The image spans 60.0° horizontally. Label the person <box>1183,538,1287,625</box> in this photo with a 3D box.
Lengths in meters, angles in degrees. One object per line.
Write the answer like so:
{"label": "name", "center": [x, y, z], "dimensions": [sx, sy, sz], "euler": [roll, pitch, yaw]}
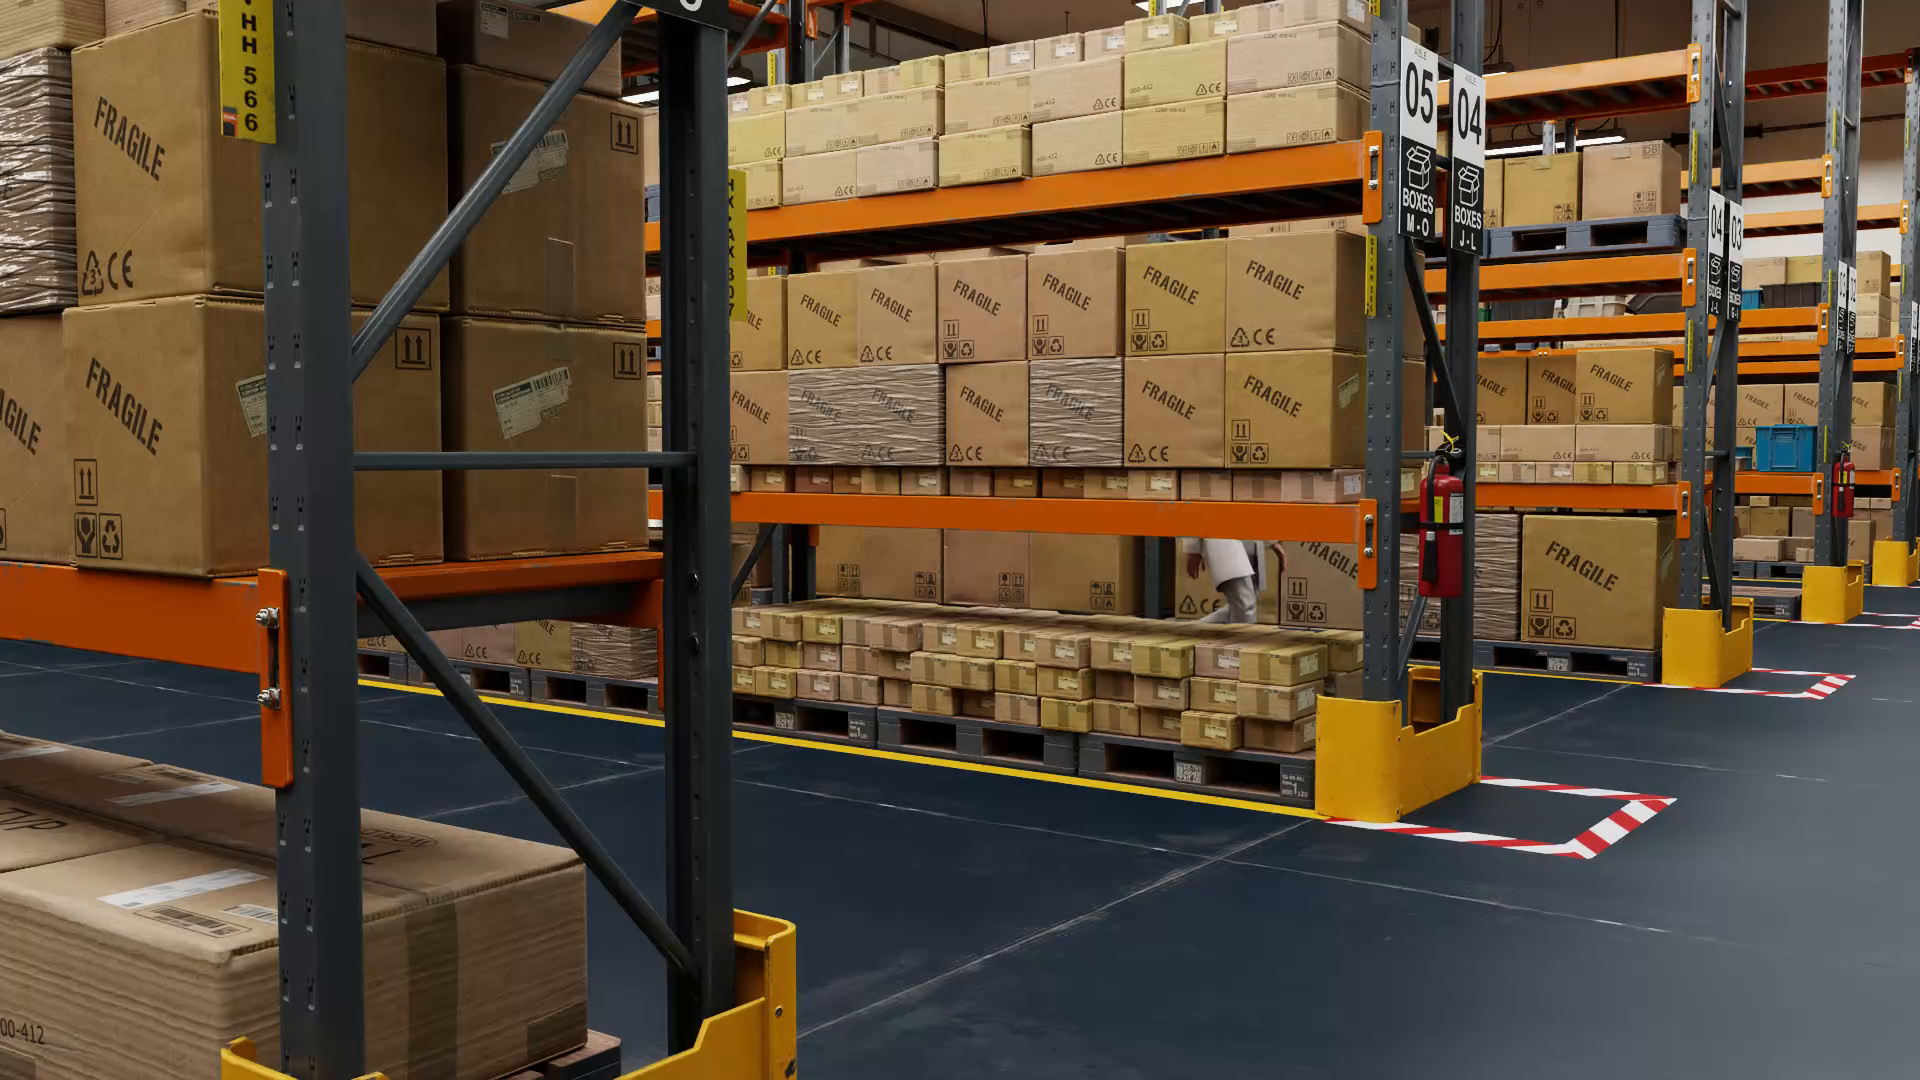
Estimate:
{"label": "person", "center": [1.721, 0.060, 10.585], "dimensions": [0.582, 1.739, 1.017], "euler": [-2, 4, -34]}
